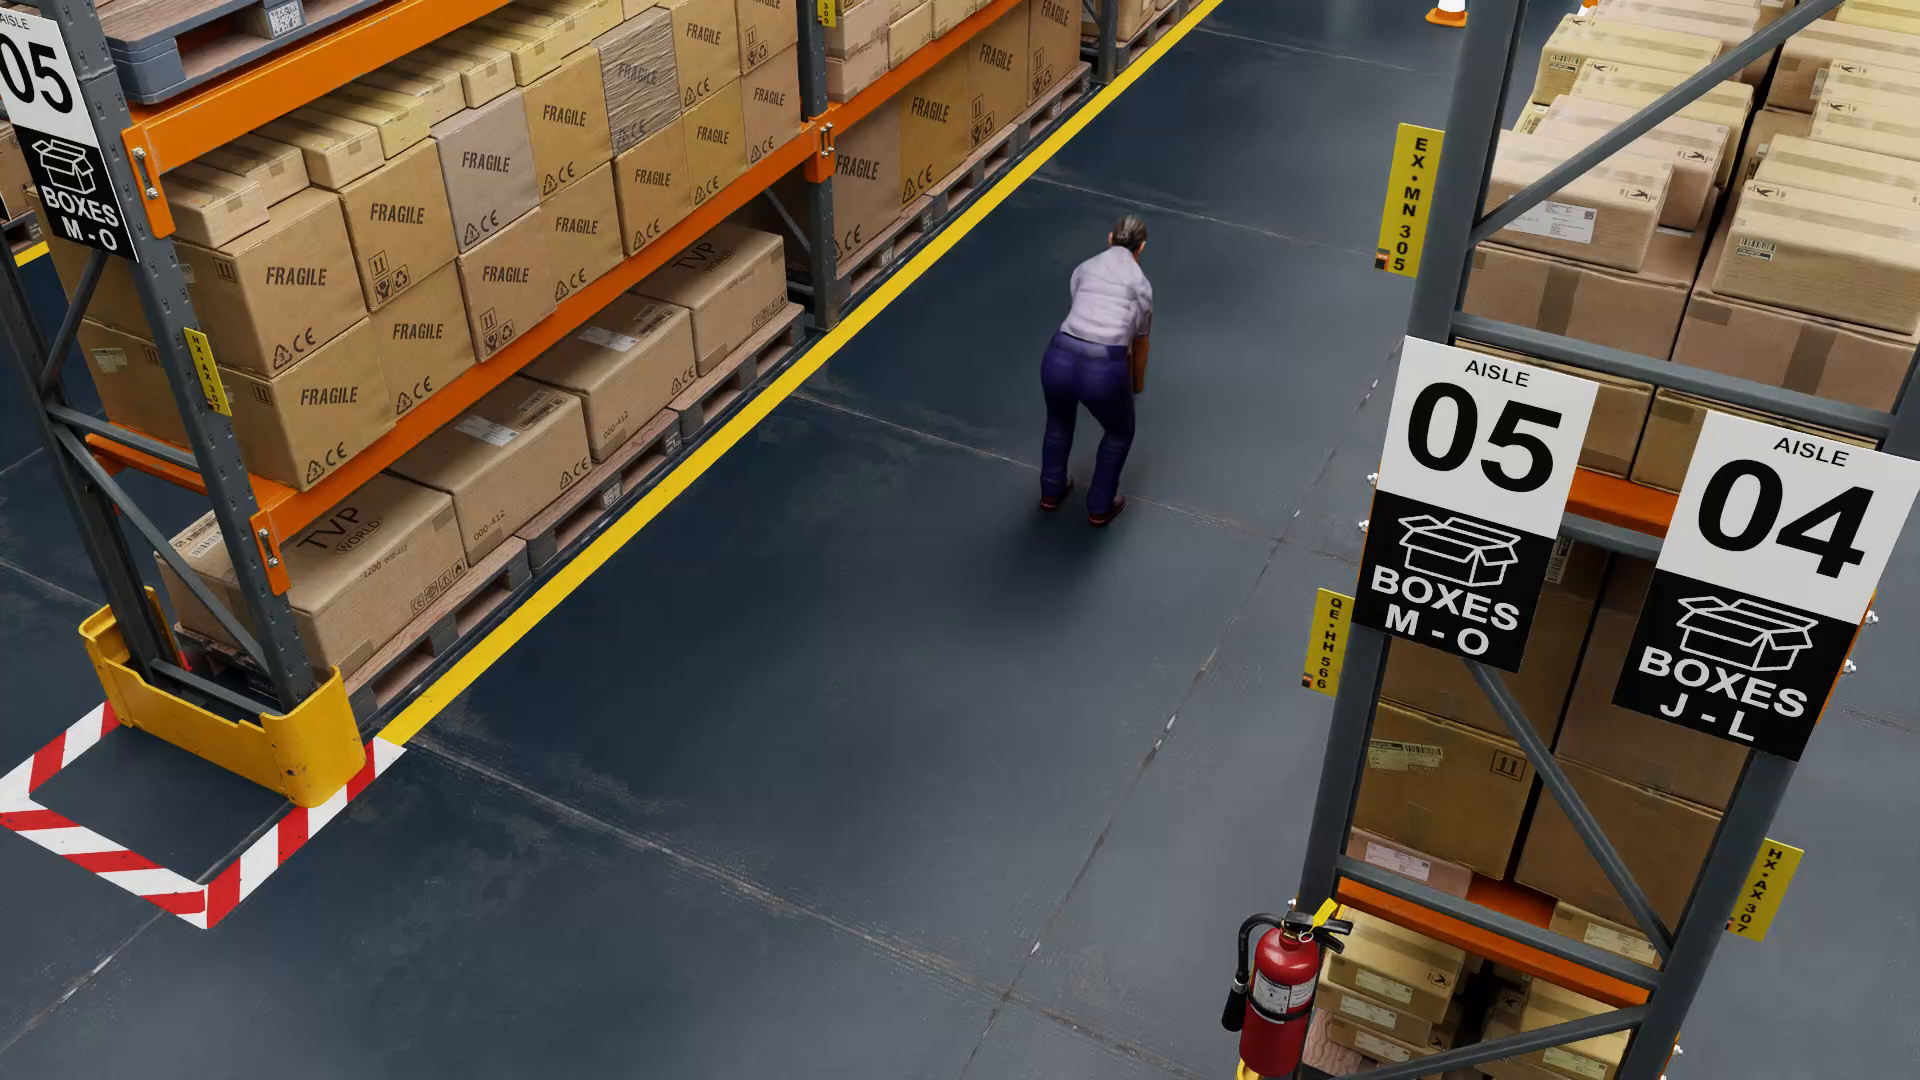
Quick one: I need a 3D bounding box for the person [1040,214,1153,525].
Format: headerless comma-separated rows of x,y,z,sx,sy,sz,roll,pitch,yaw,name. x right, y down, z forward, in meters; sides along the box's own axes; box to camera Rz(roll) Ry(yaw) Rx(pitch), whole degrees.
0.684,-0.809,8.011,0.443,1.381,0.783,17,41,20,person
